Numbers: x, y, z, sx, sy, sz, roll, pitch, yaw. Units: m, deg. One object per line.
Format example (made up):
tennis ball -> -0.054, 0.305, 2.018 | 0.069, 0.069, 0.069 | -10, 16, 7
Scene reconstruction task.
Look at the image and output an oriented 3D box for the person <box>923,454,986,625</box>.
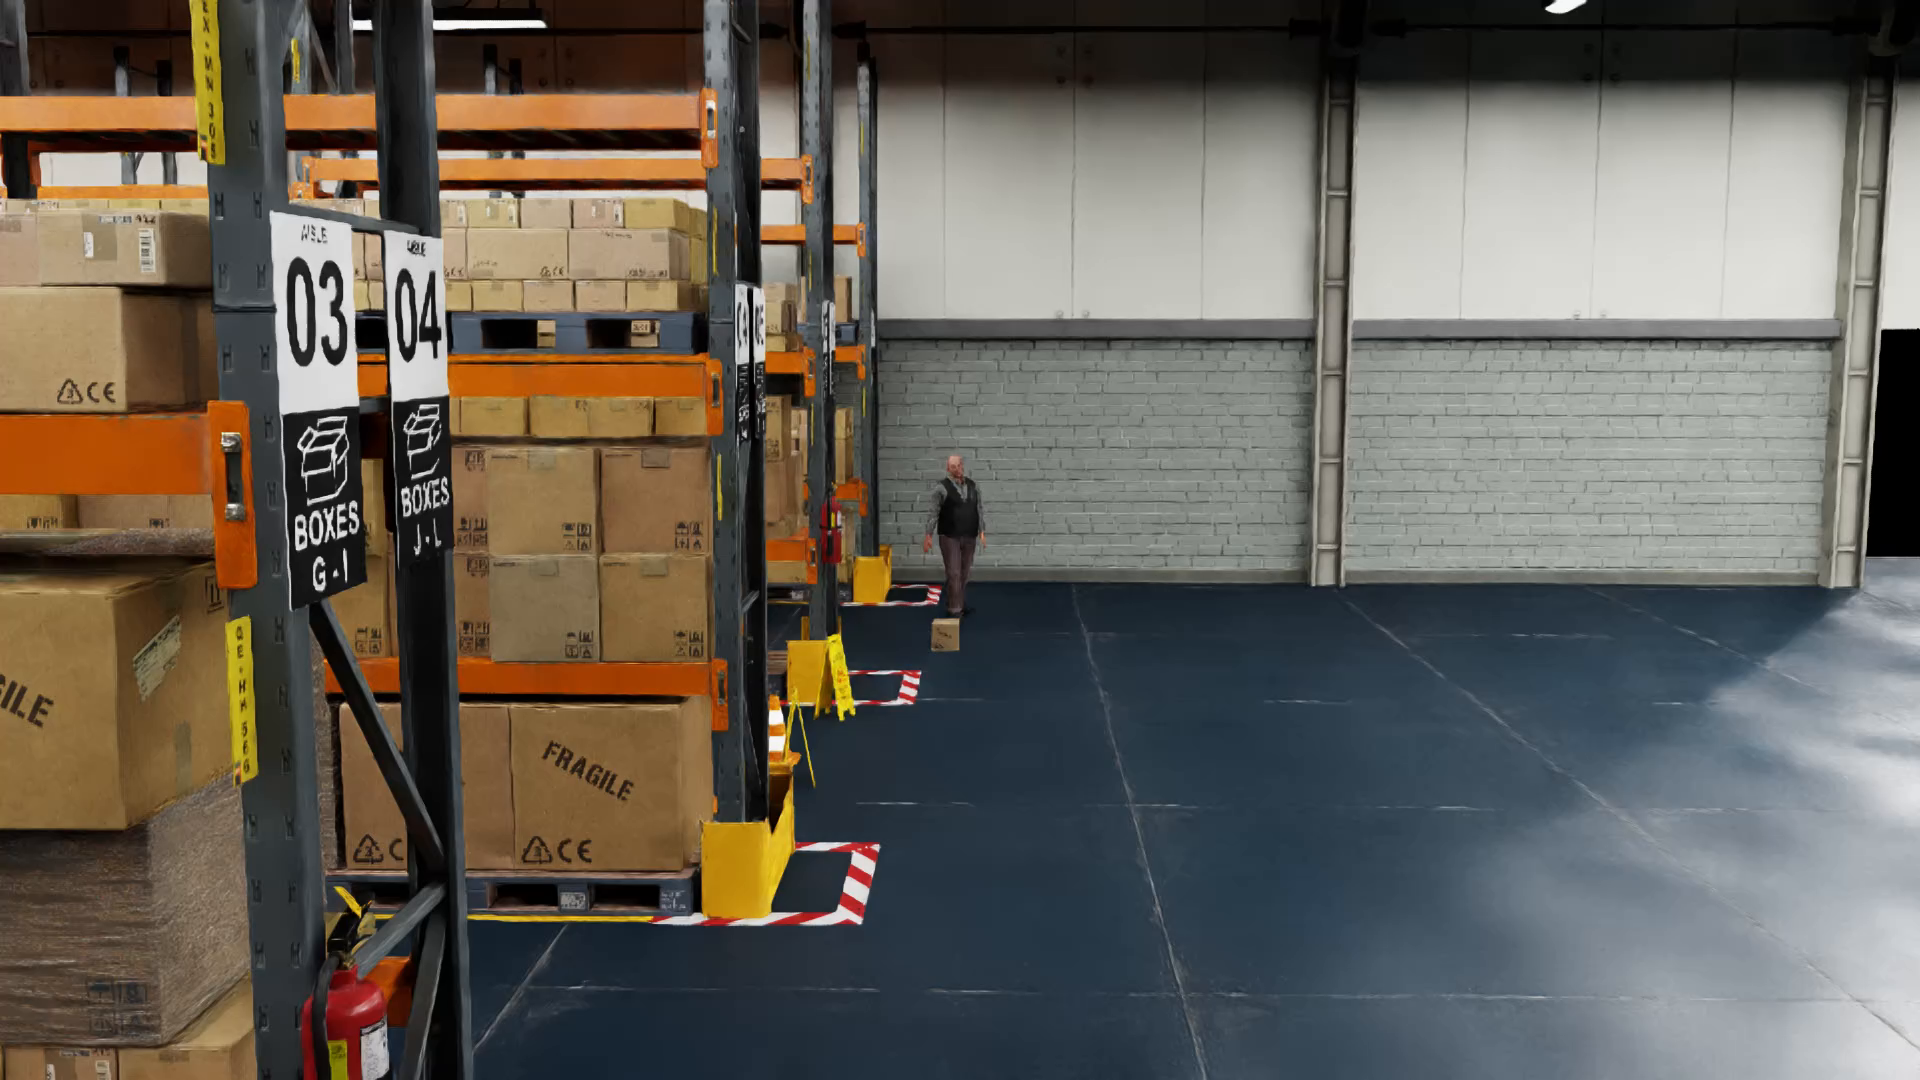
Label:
person -> -0.040, -0.025, 17.066 | 0.649, 1.720, 0.619 | -4, 8, -31
